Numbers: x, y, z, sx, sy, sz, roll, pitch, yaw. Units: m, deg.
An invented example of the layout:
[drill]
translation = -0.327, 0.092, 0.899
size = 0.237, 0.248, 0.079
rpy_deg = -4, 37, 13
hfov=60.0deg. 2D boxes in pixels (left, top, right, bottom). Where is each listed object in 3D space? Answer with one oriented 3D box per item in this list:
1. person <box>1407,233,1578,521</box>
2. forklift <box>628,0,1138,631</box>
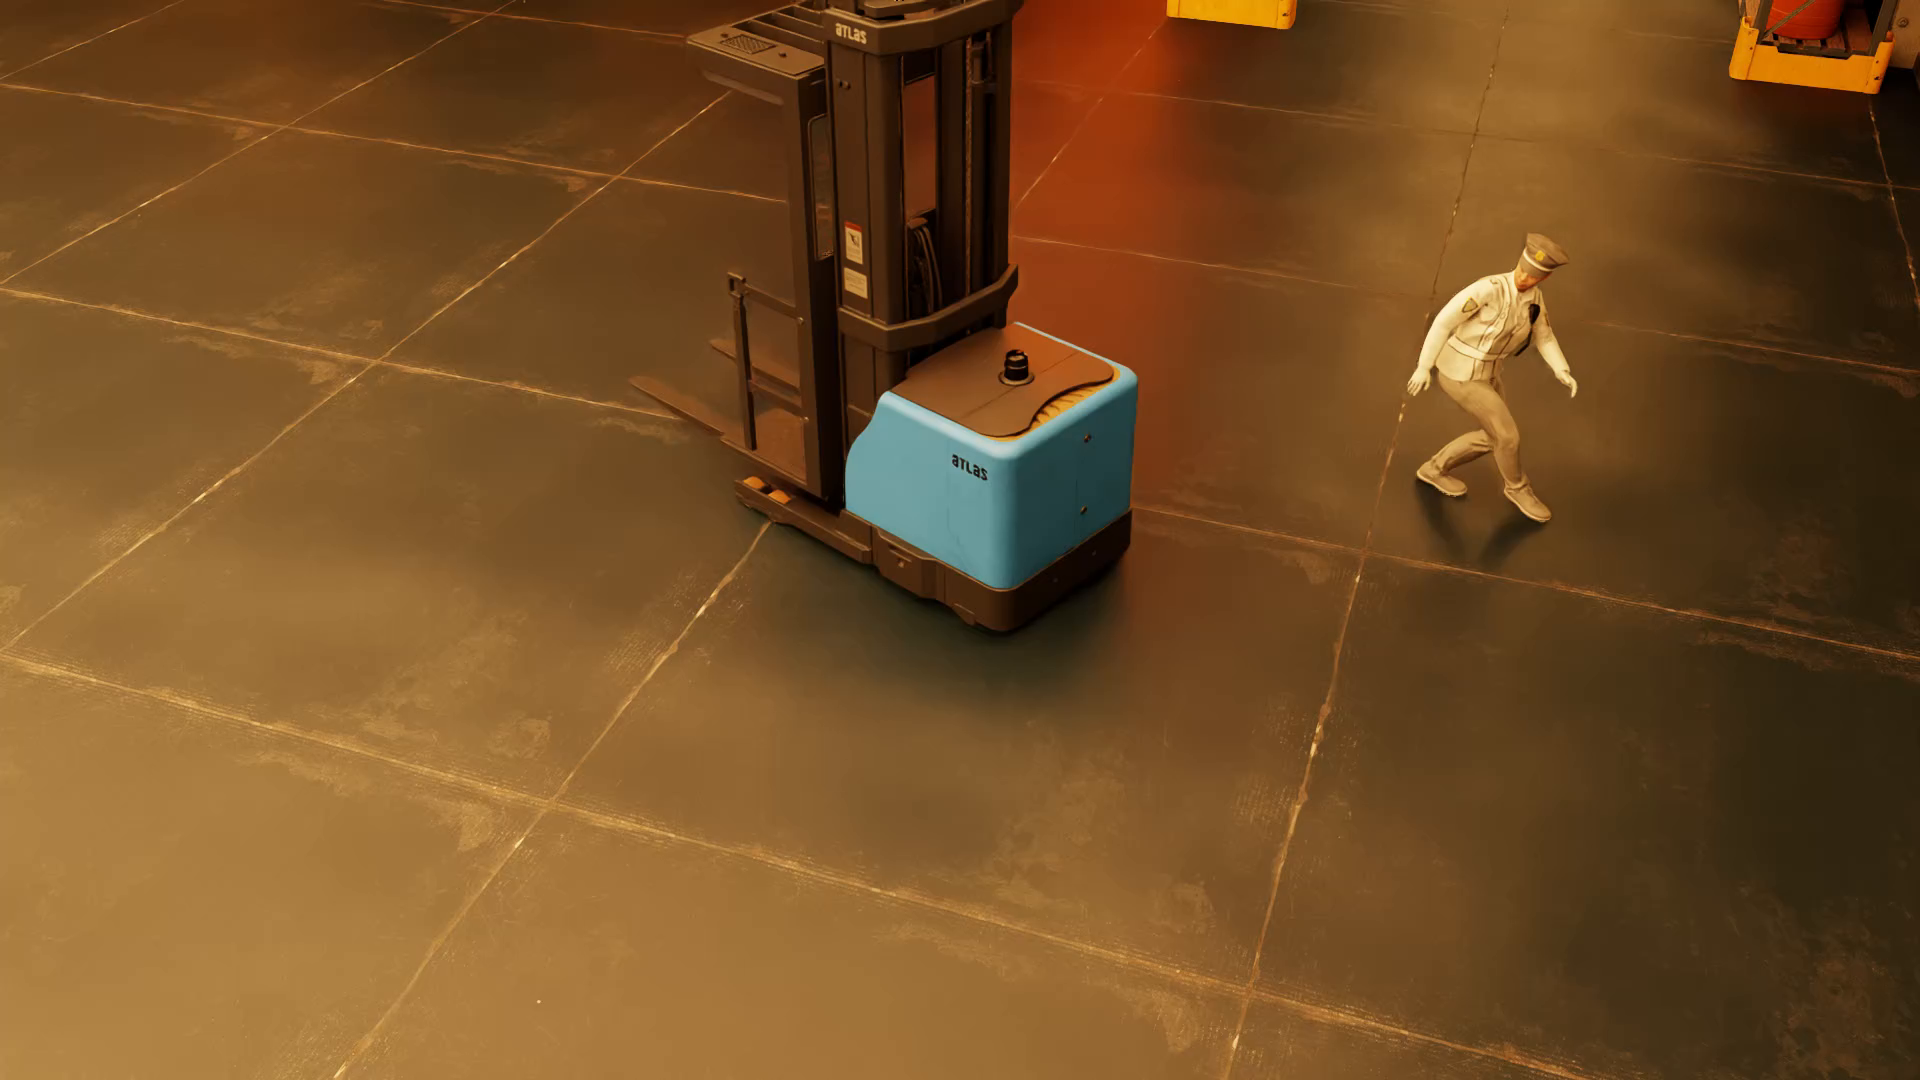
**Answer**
[person]
translation = 2.740, -0.788, 8.442
size = 0.736, 1.535, 0.709
rpy_deg = 29, 44, 34
[forklift]
translation = -0.564, -1.490, 8.213
size = 3.031, 2.935, 1.130
rpy_deg = 28, 44, 33
